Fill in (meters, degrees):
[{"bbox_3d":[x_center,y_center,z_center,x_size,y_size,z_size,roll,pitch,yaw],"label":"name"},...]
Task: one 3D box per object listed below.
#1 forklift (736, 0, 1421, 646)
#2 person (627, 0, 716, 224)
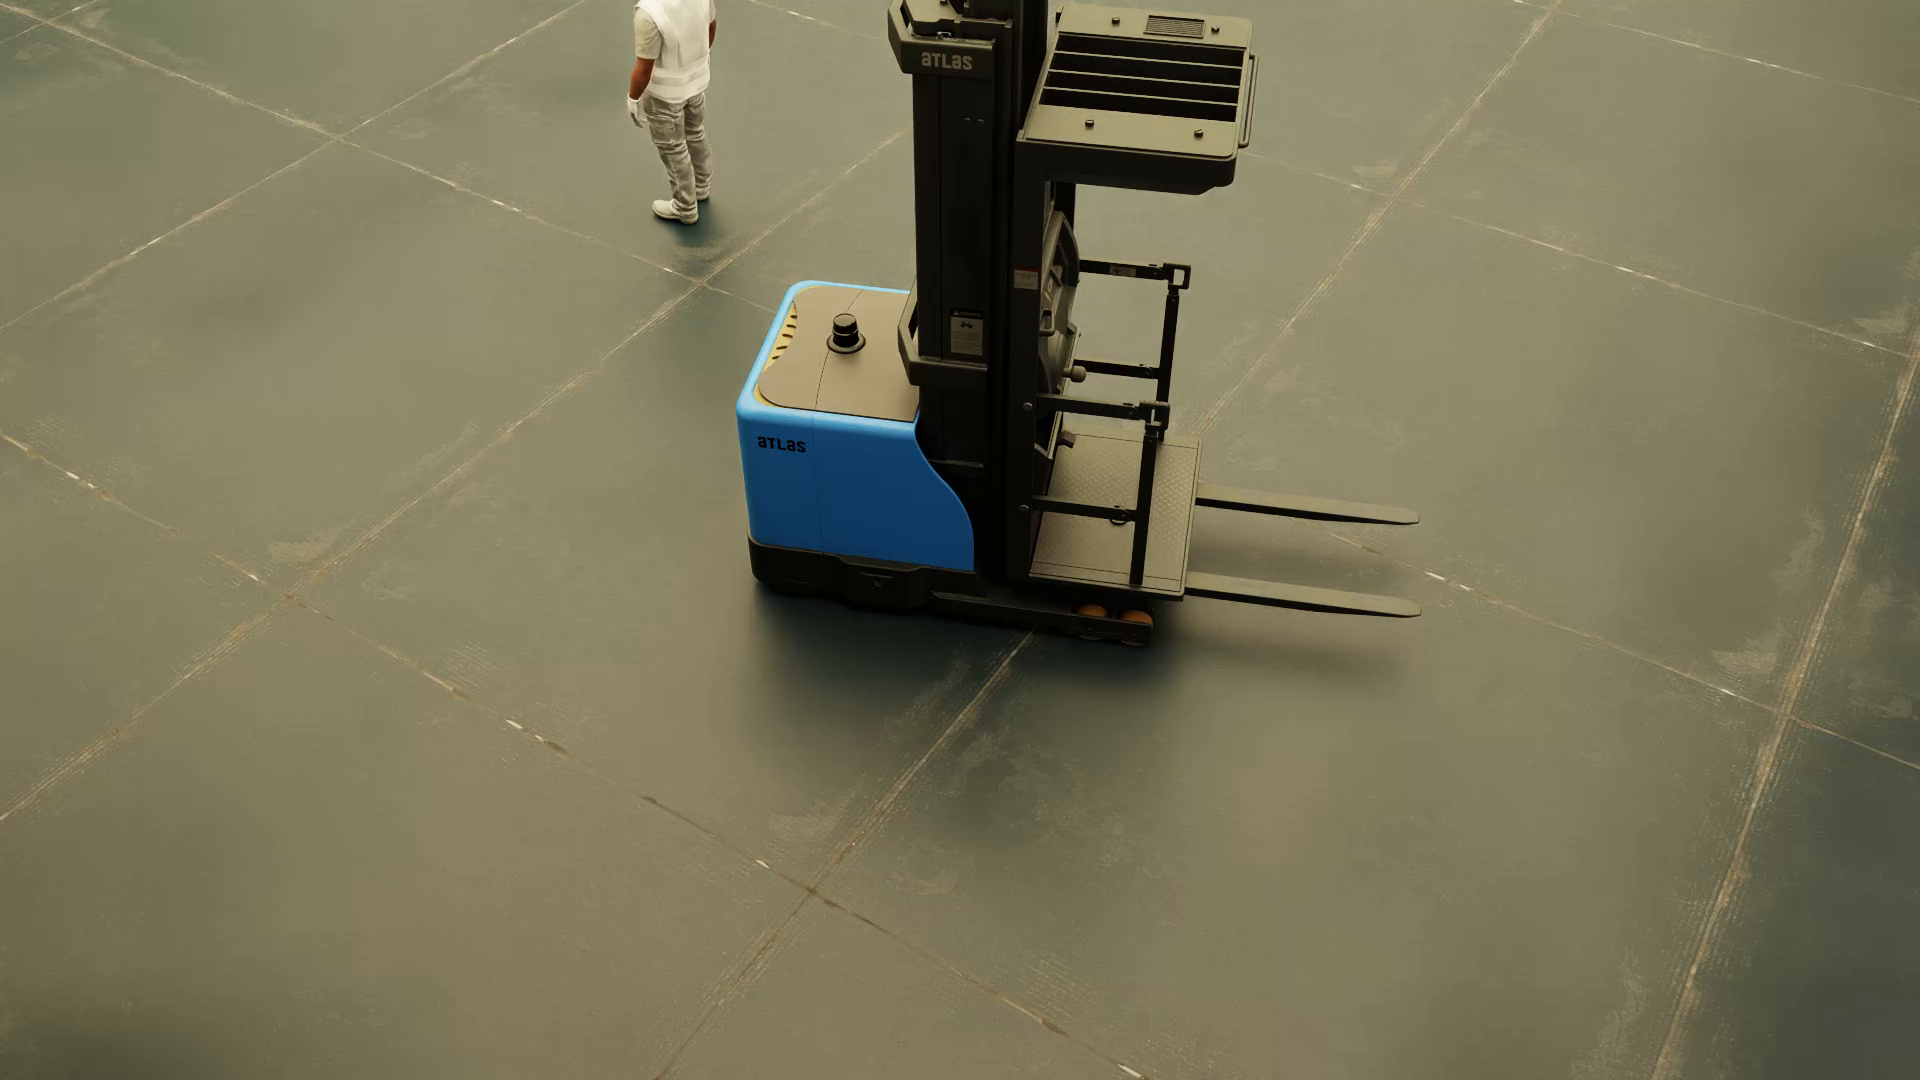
[{"bbox_3d":[0.598,-0.987,6.890,3.031,2.935,1.130,7,44,8],"label":"forklift"},{"bbox_3d":[-1.679,-2.615,9.430,0.576,1.784,0.657,26,49,25],"label":"person"}]
